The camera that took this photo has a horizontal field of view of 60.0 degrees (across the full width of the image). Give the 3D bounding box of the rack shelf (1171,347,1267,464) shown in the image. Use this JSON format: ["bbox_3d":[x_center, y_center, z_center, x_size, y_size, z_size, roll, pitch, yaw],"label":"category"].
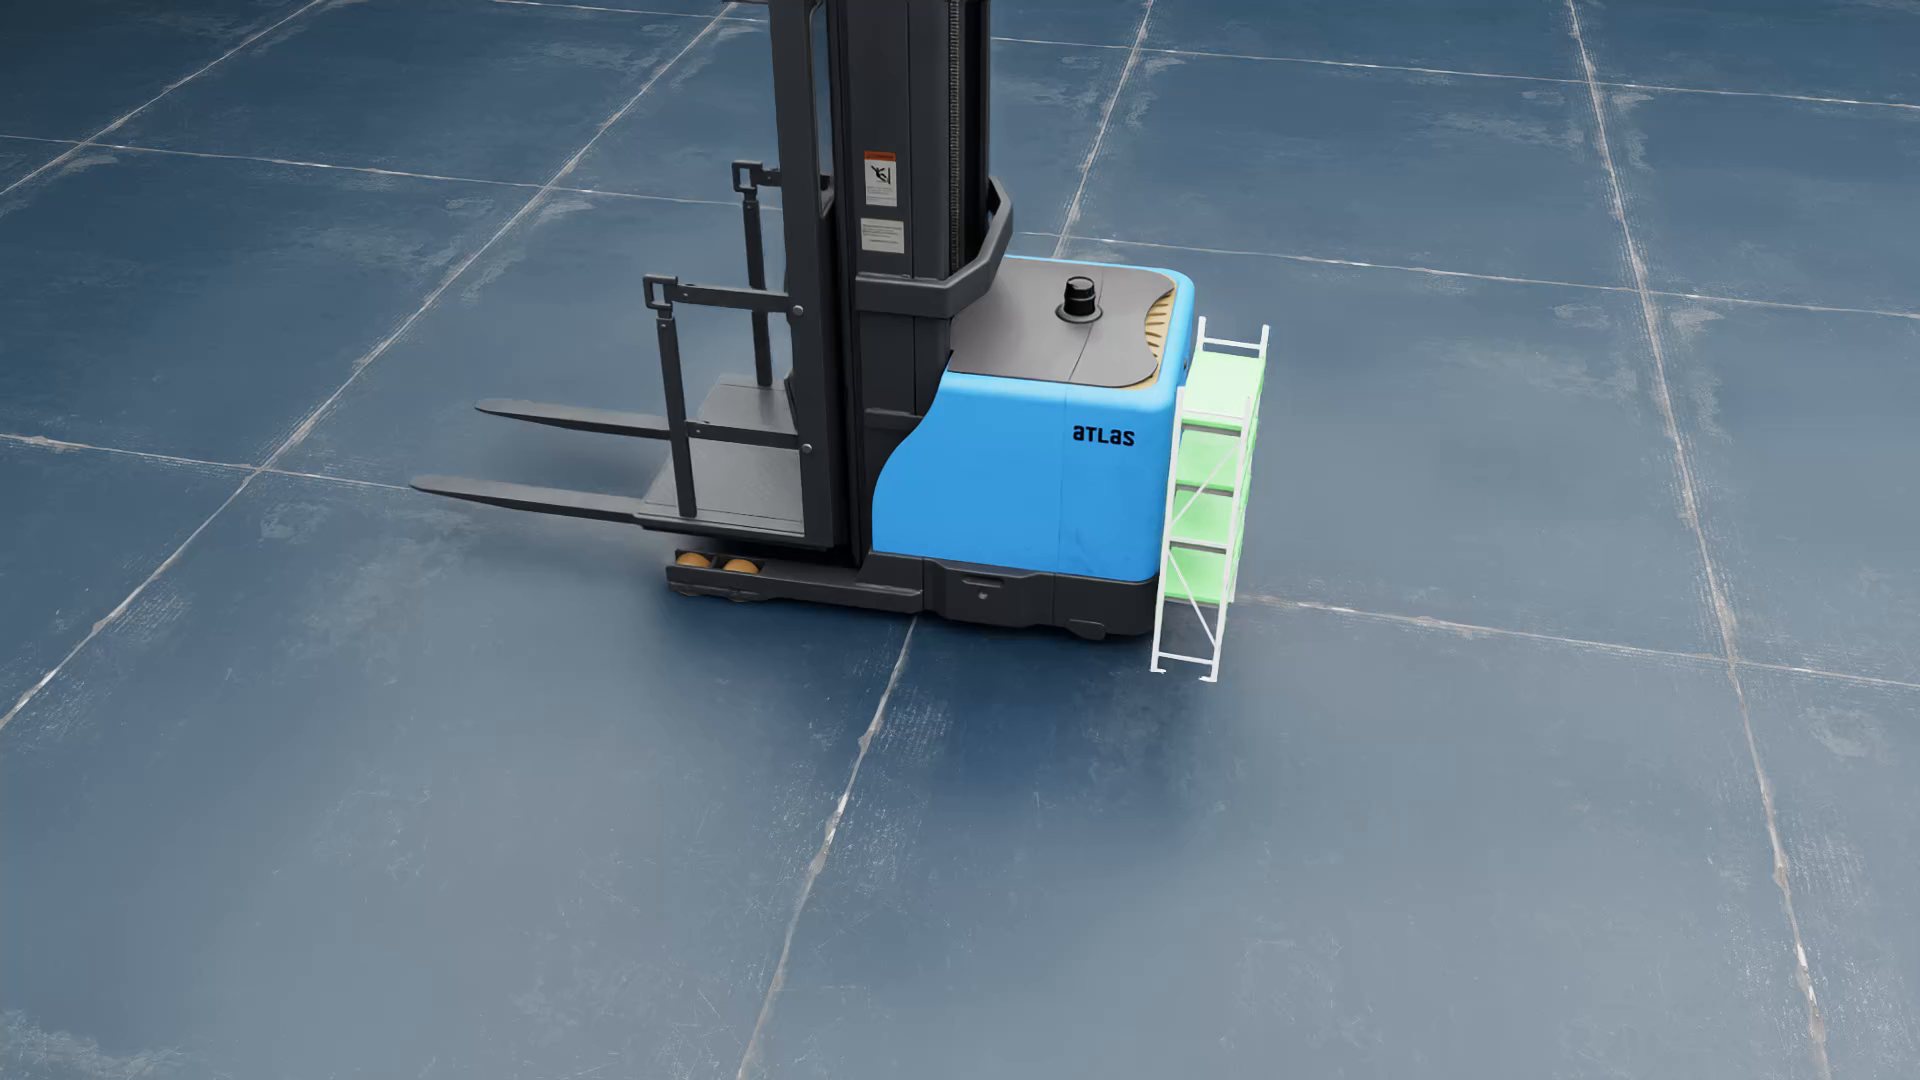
[{"bbox_3d":[0.883,-0.464,5.658,0.258,0.148,0.480,9,37,12],"label":"rack shelf"}]

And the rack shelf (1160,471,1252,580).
[{"bbox_3d":[0.880,-0.076,5.940,0.258,0.148,0.480,9,37,12],"label":"rack shelf"}]

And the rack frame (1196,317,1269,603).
[{"bbox_3d":[0.943,-0.266,6.094,0.240,1.200,0.015,9,37,12],"label":"rack frame"}]

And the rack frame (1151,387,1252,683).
[{"bbox_3d":[0.818,0.011,5.712,0.240,1.200,0.015,9,37,12],"label":"rack frame"}]

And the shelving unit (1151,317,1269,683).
[{"bbox_3d":[0.881,-0.128,5.903,0.258,1.200,0.503,9,37,12],"label":"shelving unit"}]

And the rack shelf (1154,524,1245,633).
[{"bbox_3d":[0.879,0.118,6.081,0.258,0.148,0.480,9,37,12],"label":"rack shelf"}]

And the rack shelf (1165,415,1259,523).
[{"bbox_3d":[0.882,-0.270,5.799,0.258,0.148,0.480,9,37,12],"label":"rack shelf"}]

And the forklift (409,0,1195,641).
[{"bbox_3d":[-0.665,-1.242,5.966,3.031,2.935,1.130,7,36,9],"label":"forklift"}]
